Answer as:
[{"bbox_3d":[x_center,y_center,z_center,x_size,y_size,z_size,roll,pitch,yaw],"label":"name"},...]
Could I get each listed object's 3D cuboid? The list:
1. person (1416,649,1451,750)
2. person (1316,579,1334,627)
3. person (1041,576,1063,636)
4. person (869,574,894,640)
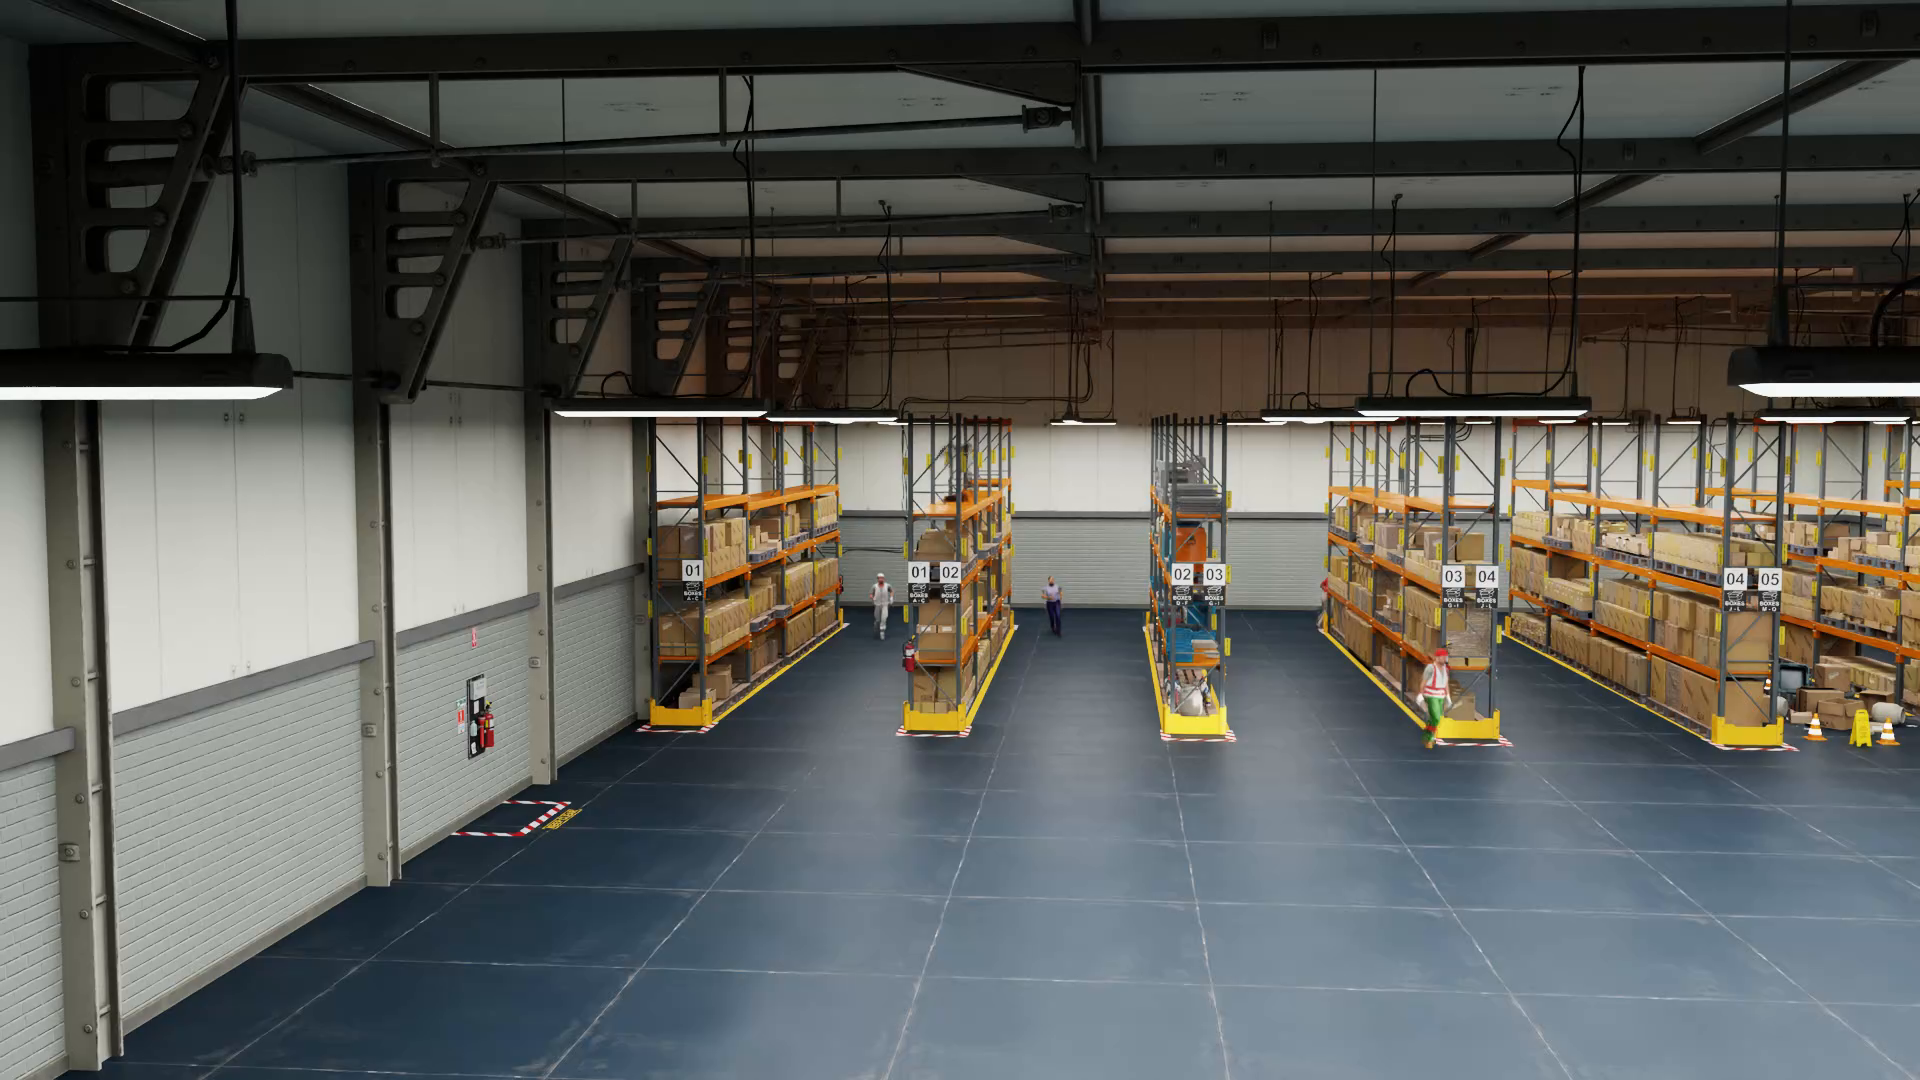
[{"bbox_3d":[8.491,2.844,29.806,0.607,1.810,0.543,-2,5,-32],"label":"person"},{"bbox_3d":[10.605,1.701,47.790,0.641,1.634,0.747,-1,4,-14],"label":"person"},{"bbox_3d":[2.566,1.824,46.224,0.639,1.646,0.857,0,4,-6],"label":"person"},{"bbox_3d":[-2.134,1.795,45.231,0.667,1.786,0.956,0,4,-3],"label":"person"}]
